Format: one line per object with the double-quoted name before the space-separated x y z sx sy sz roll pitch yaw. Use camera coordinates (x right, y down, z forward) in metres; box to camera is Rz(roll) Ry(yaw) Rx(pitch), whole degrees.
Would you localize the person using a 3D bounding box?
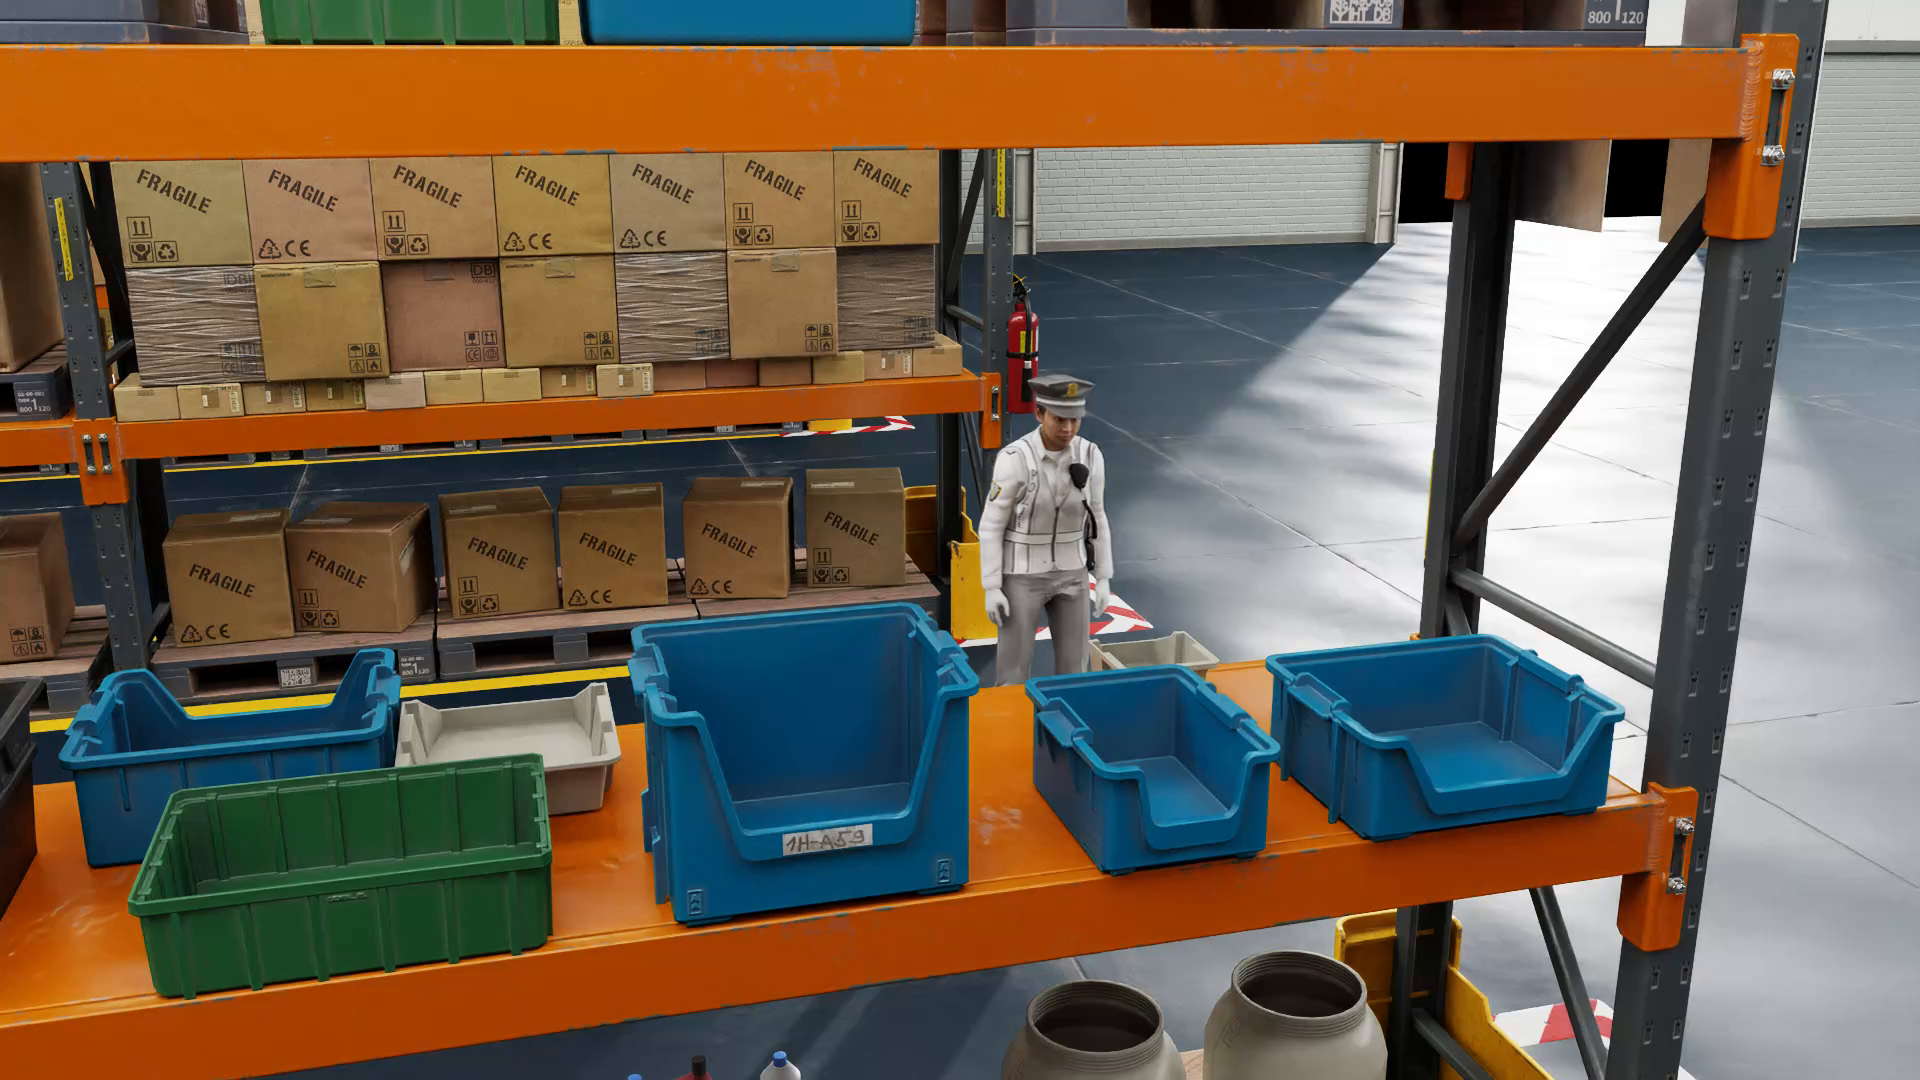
"person" 0.340 0.179 6.407 0.533 1.663 0.404 -5 17 -16
